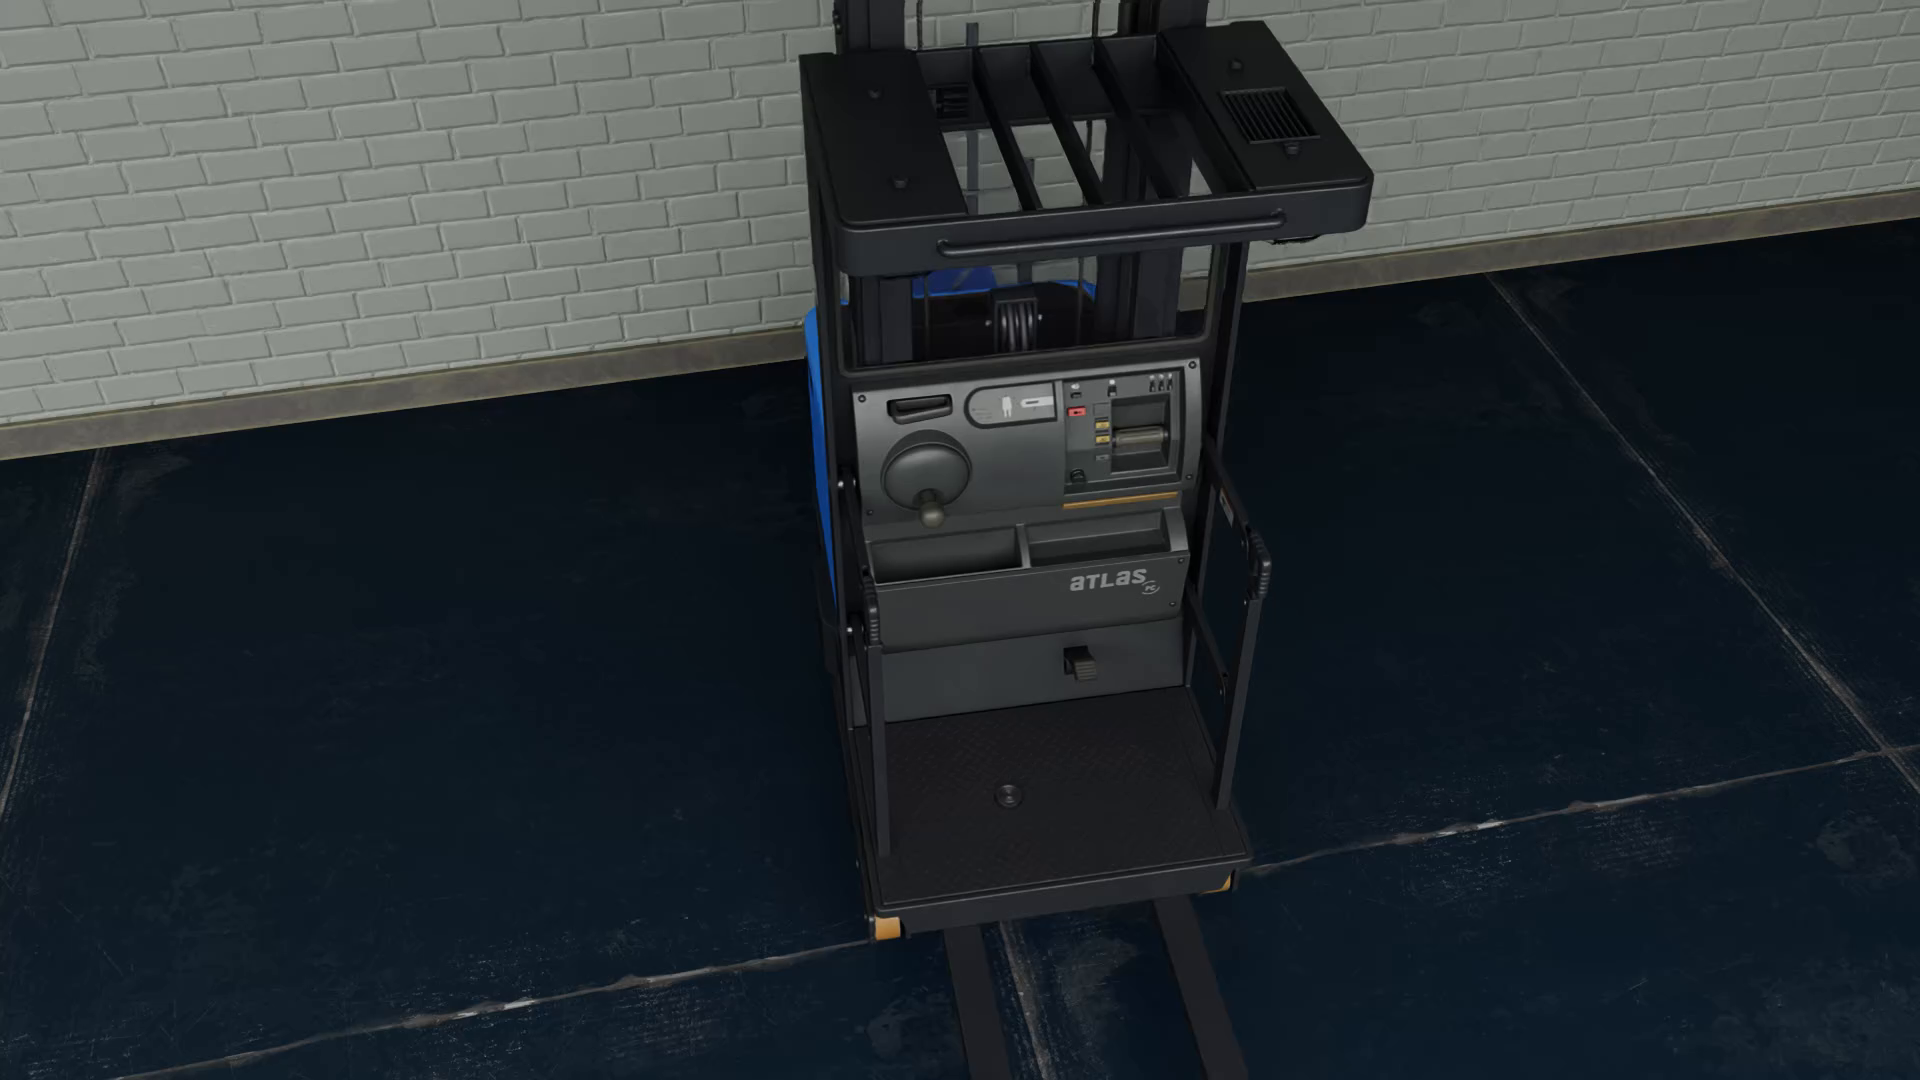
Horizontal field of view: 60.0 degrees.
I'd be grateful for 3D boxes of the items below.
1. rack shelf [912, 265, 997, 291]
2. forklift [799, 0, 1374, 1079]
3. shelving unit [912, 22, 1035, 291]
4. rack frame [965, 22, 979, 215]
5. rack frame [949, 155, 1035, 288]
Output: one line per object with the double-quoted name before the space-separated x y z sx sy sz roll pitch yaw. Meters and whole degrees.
"rack shelf" -0.093 -0.849 6.347 0.538 0.185 1.000 -6 42 -7
"forklift" 0.223 -0.181 4.245 1.130 2.935 3.031 -6 42 -7
"shelving unit" -0.093 -0.983 6.228 0.538 1.500 1.048 -6 42 -7
"rack frame" -0.179 -1.316 6.603 0.500 1.500 0.032 -6 42 -7
"rack frame" -0.008 -0.651 5.853 0.500 1.500 0.032 -6 42 -7
